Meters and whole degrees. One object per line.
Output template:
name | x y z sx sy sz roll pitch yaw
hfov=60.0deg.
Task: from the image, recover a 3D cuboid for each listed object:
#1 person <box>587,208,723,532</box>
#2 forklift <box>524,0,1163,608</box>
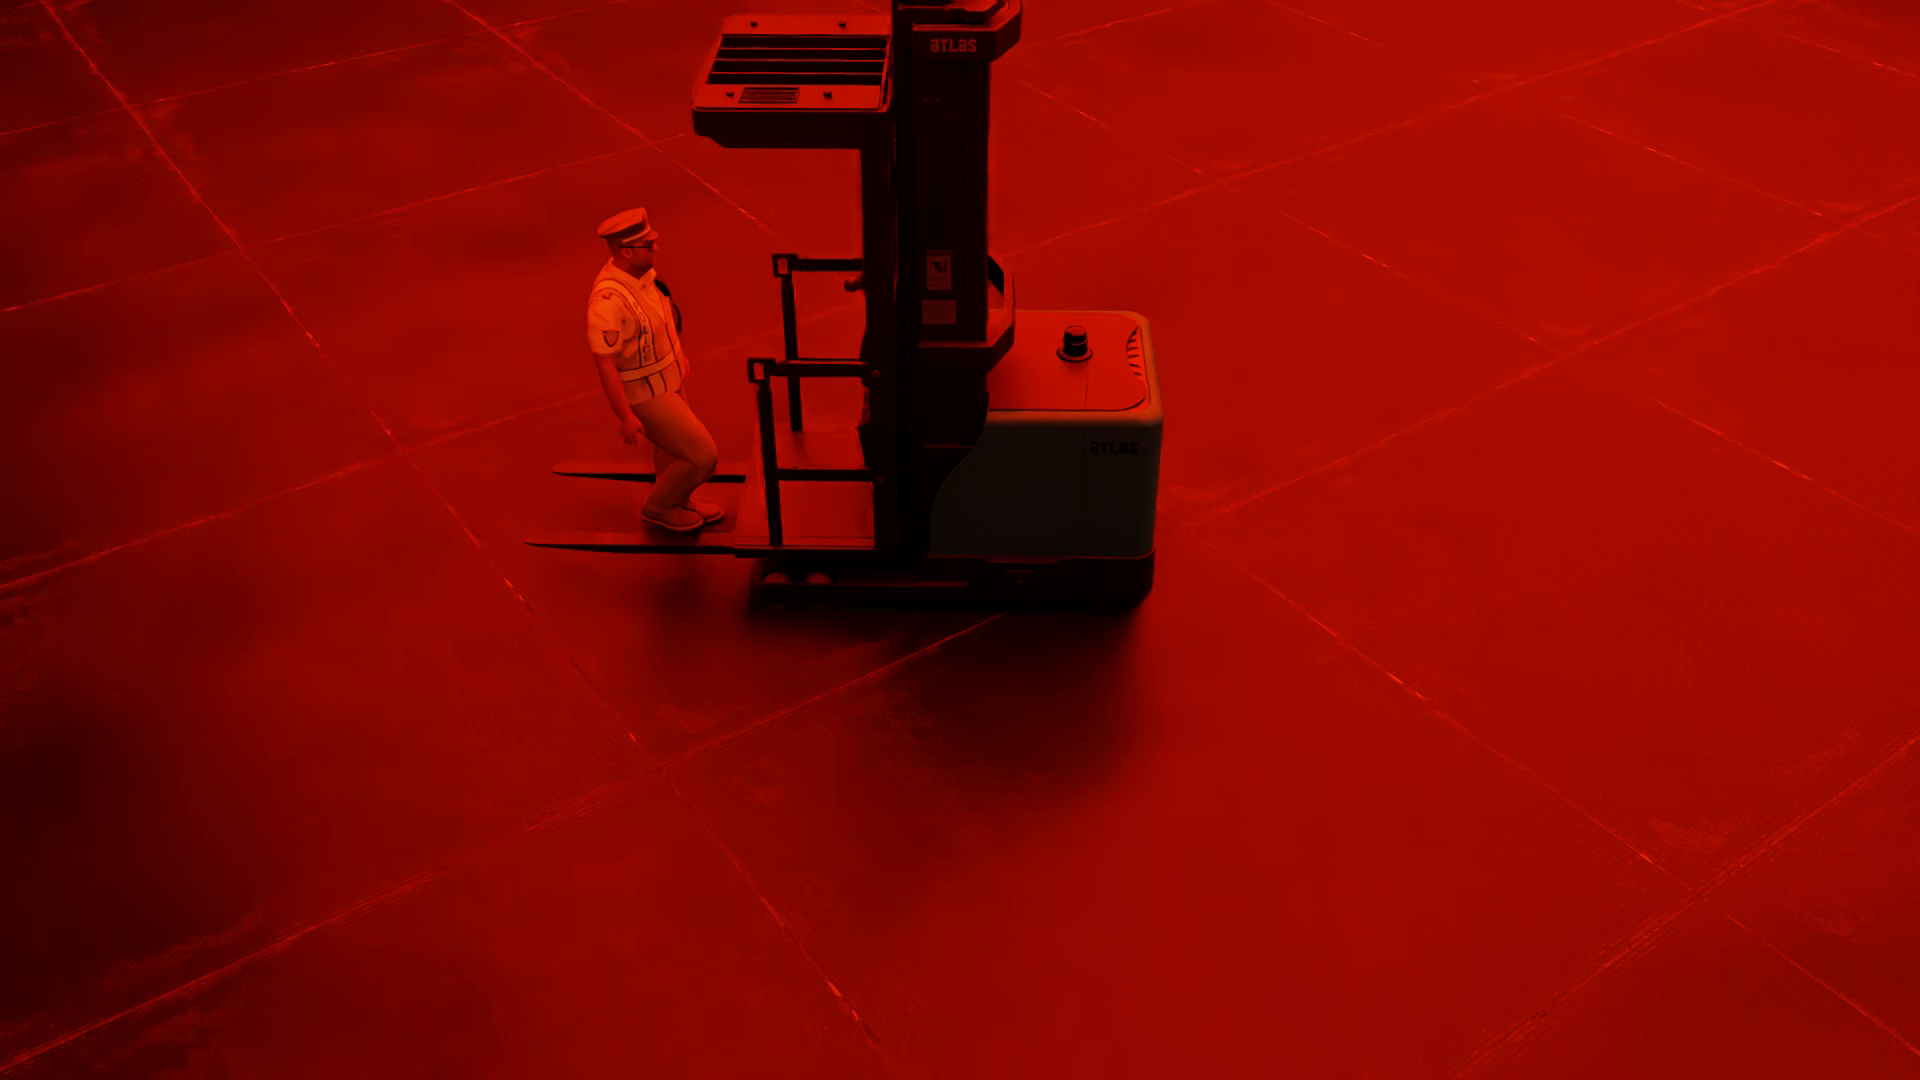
person | -1.402 -0.733 7.902 0.563 1.769 0.684 5 37 6
forklift | -0.586 -1.169 7.525 3.031 2.935 1.130 1 36 1
